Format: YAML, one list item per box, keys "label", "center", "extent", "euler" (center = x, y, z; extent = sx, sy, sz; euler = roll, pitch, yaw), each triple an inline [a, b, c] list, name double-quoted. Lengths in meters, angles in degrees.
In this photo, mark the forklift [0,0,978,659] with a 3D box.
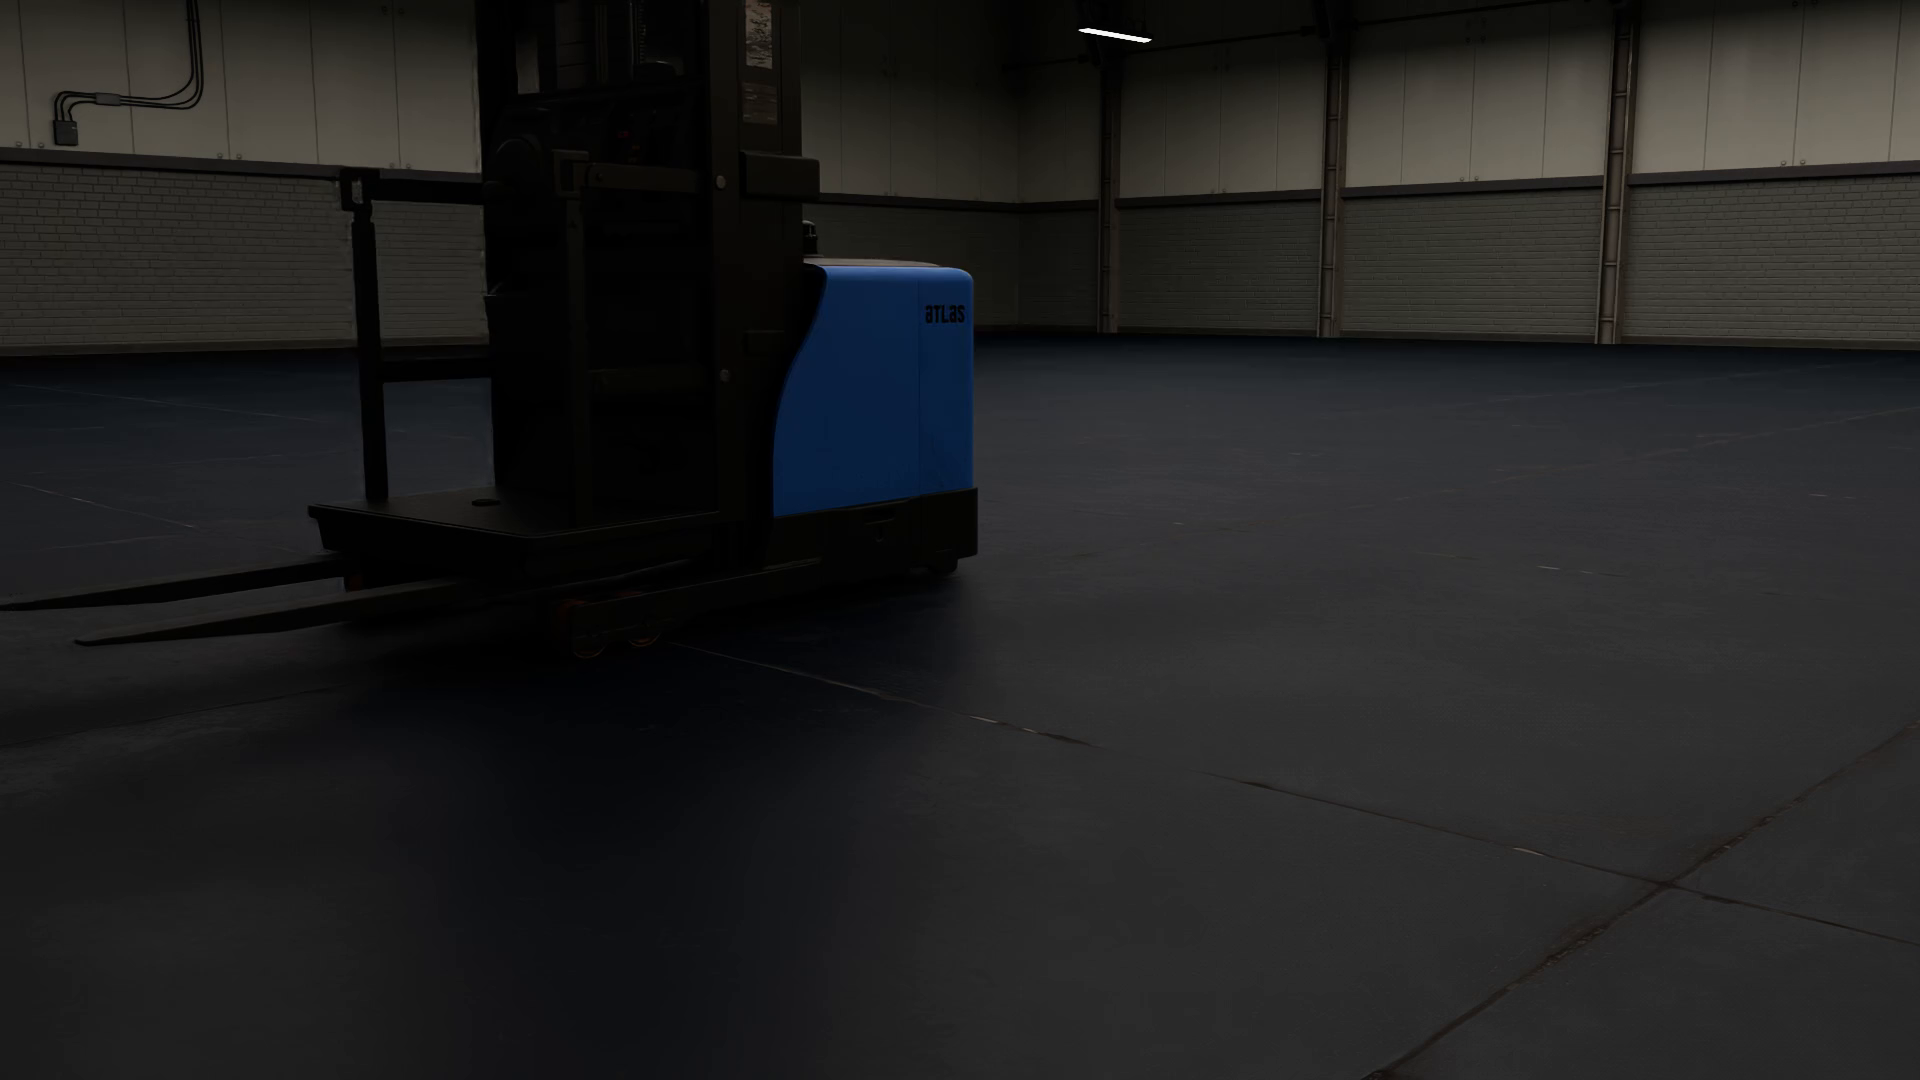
- label: "forklift"
  center: [-1.253, -1.205, 4.879]
  extent: [1.130, 2.935, 3.031]
  euler: [7, 11, 38]
